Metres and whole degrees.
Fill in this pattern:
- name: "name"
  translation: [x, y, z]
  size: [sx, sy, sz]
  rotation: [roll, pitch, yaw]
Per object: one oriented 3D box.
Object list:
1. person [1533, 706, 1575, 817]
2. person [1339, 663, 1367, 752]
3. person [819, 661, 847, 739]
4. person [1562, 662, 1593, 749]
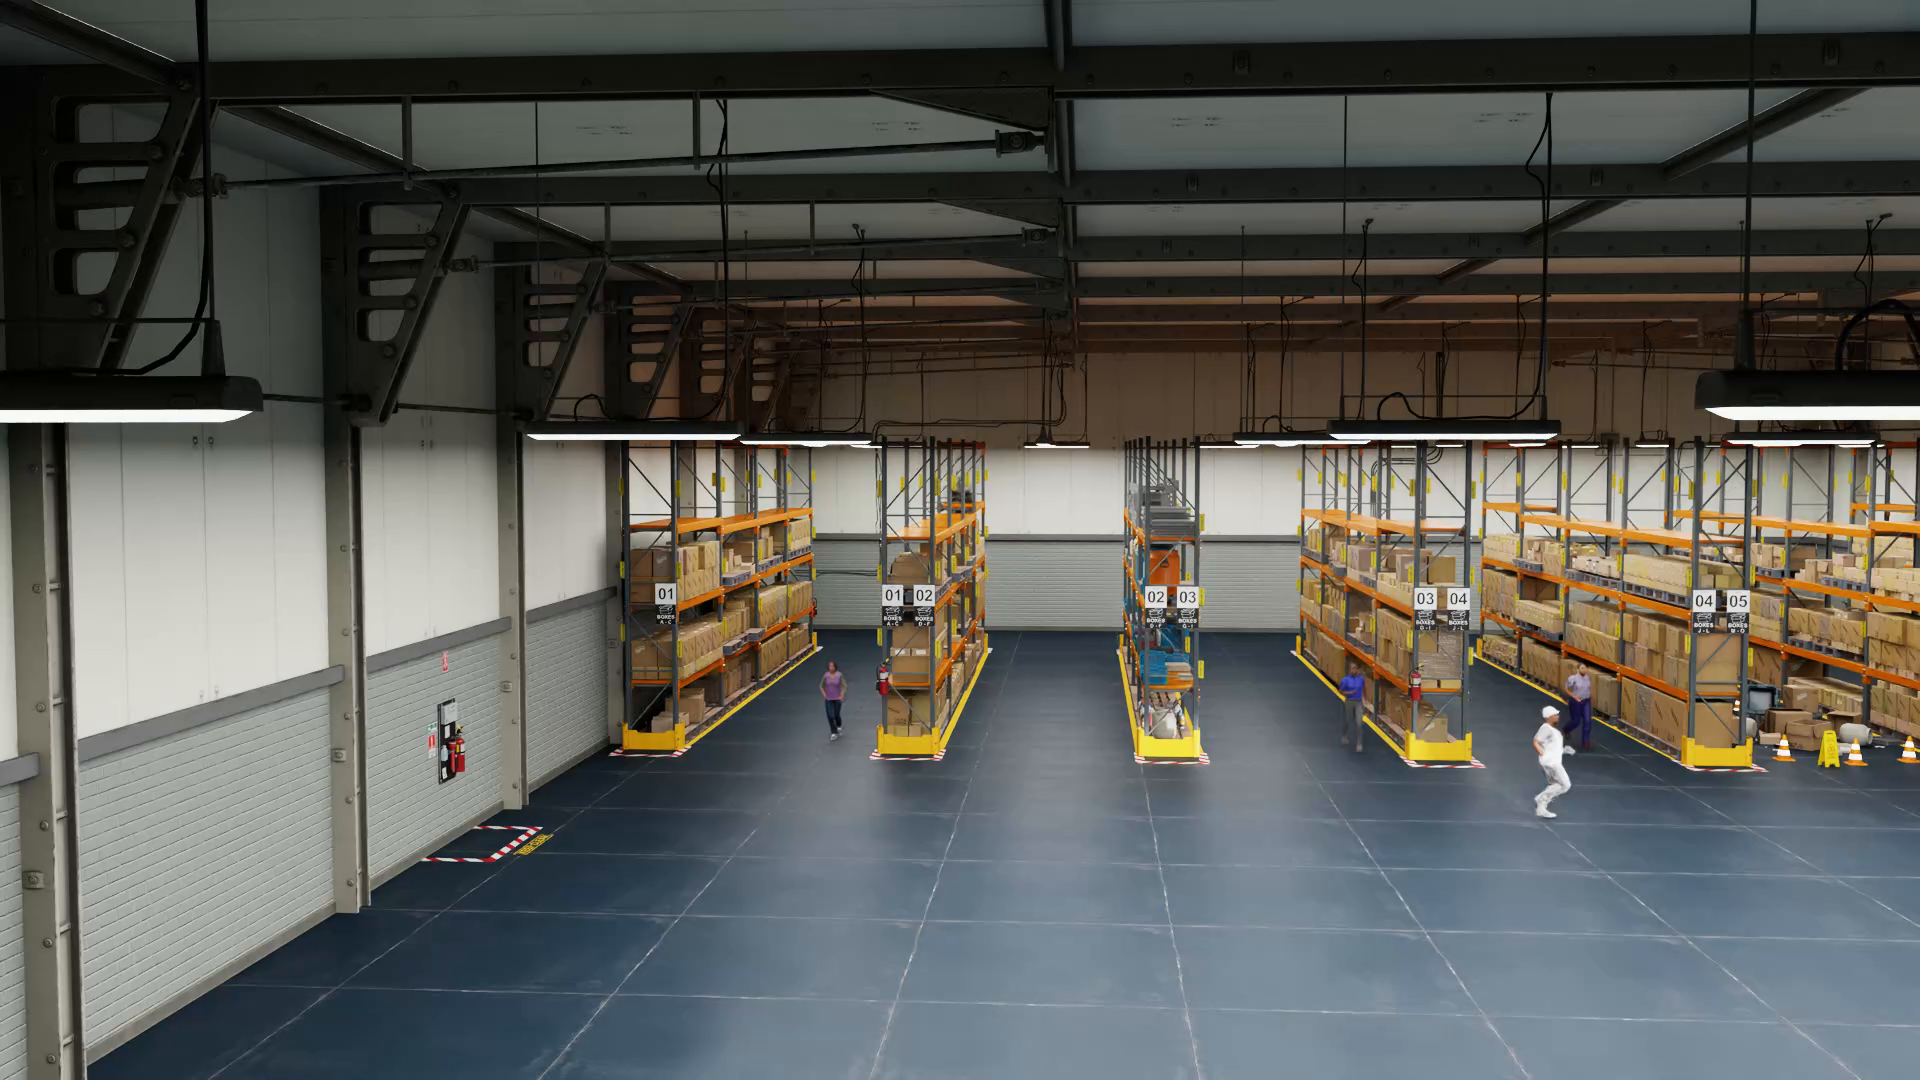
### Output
- name: "person"
  translation: [9.249, 3.458, 25.872]
  size: [0.597, 1.736, 0.676]
  rotation: [1, 3, 24]
- name: "person"
  translation: [7.536, 3.171, 31.856]
  size: [0.577, 1.640, 0.940]
  rotation: [0, 3, 1]
- name: "person"
  translation: [-2.532, 3.177, 32.994]
  size: [0.543, 1.566, 0.530]
  rotation: [0, 3, 6]
- name: "person"
  translation: [12.017, 3.189, 32.277]
  size: [0.616, 1.640, 0.831]
  rotation: [0, 3, -8]
